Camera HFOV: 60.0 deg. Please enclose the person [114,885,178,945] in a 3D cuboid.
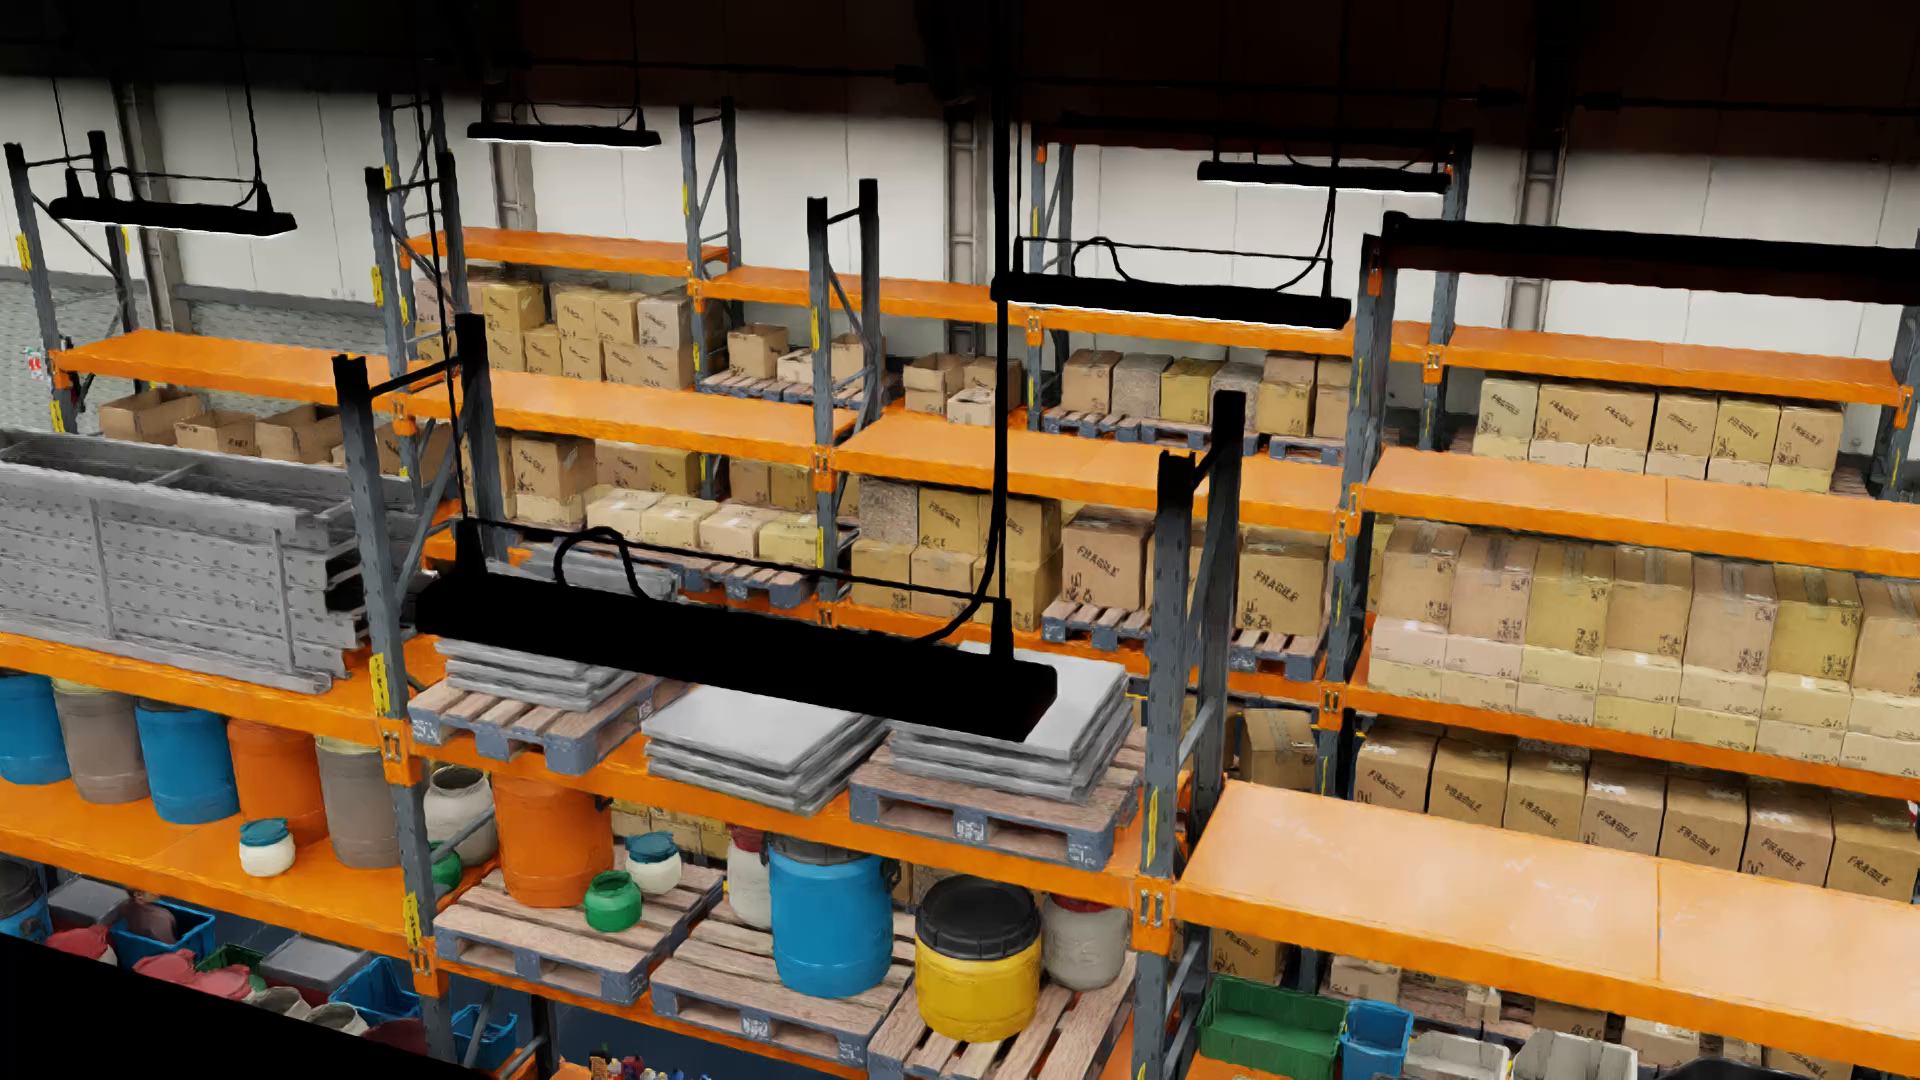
[{"bbox_3d":[-5.427,3.030,11.368,0.627,1.828,0.432,12,24,29],"label":"person"}]
